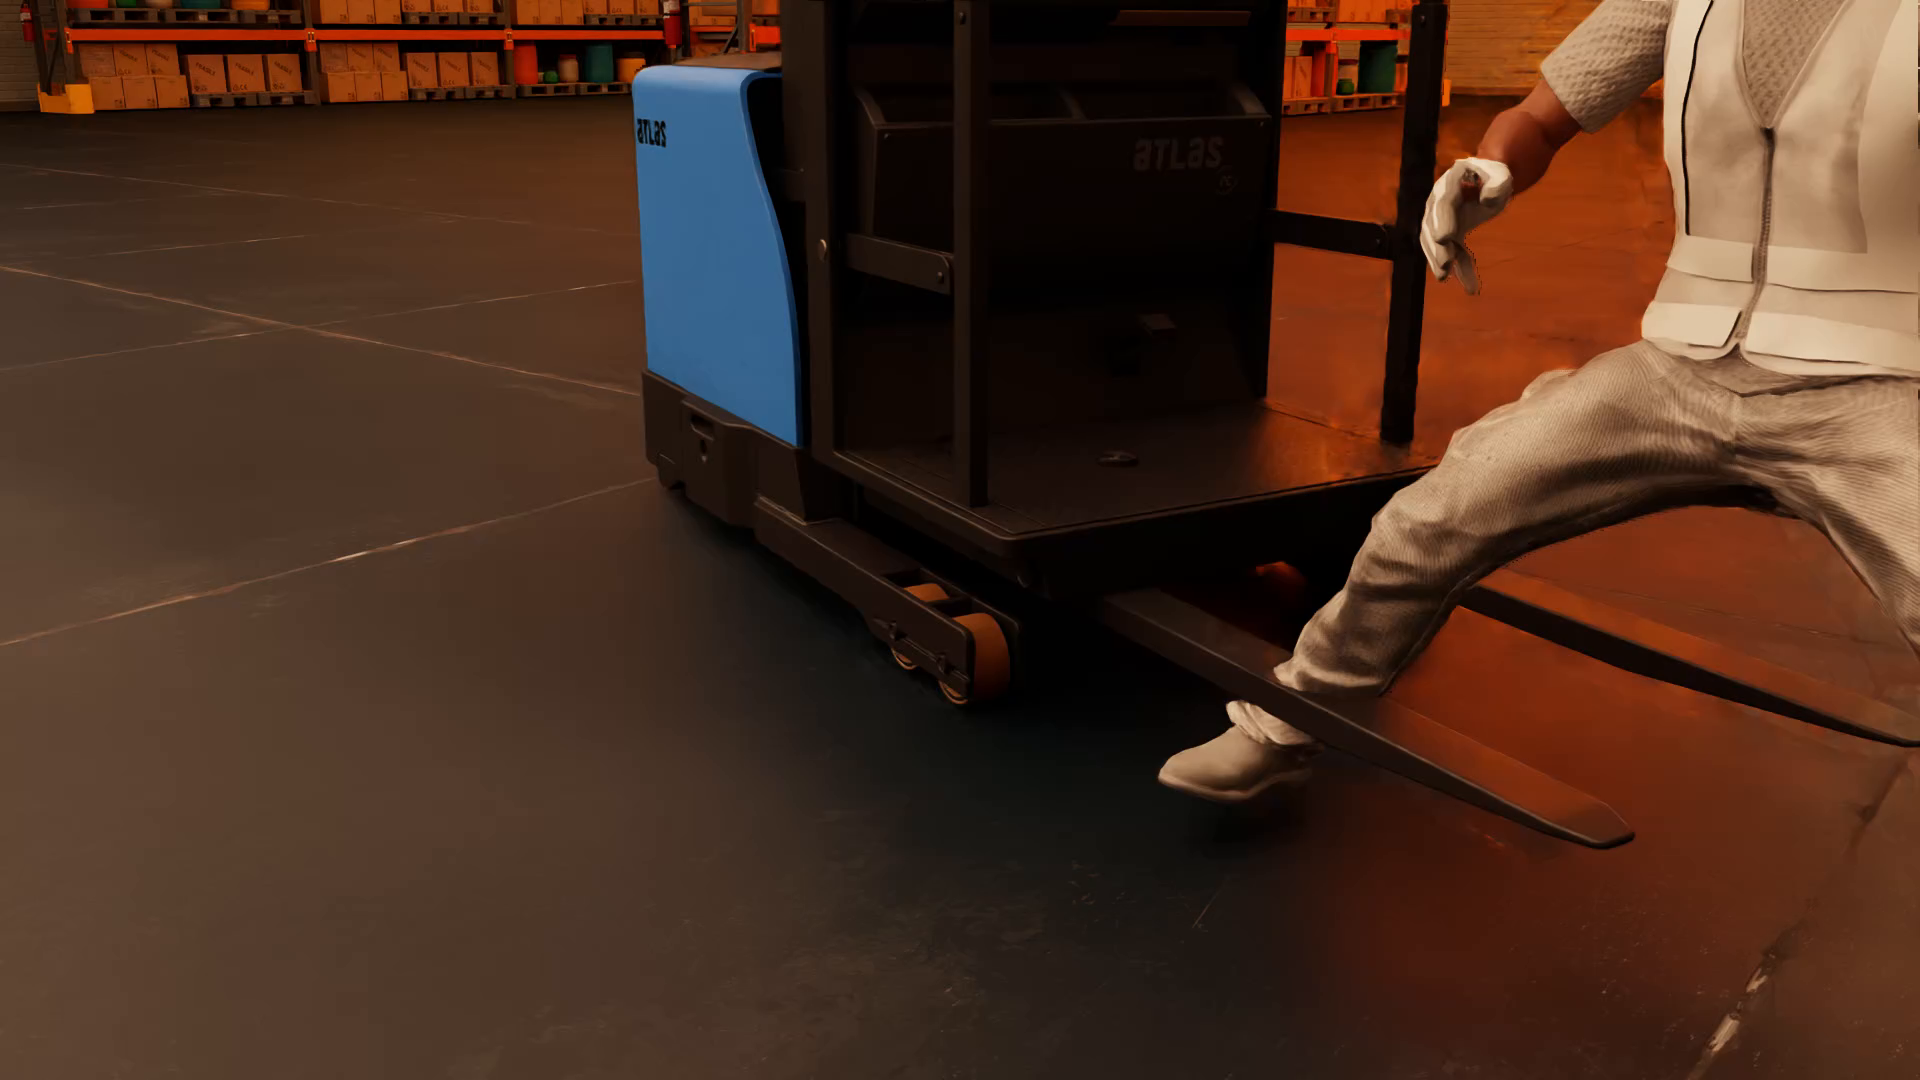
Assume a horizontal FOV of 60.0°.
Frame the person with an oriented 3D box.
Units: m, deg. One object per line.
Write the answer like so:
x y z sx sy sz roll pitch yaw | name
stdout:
0.922 -0.216 1.944 0.771 1.519 1.308 -11 20 -31 | person

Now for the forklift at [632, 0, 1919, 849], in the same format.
0.321 -1.257 3.037 1.130 2.935 3.031 -9 19 -28 | forklift
